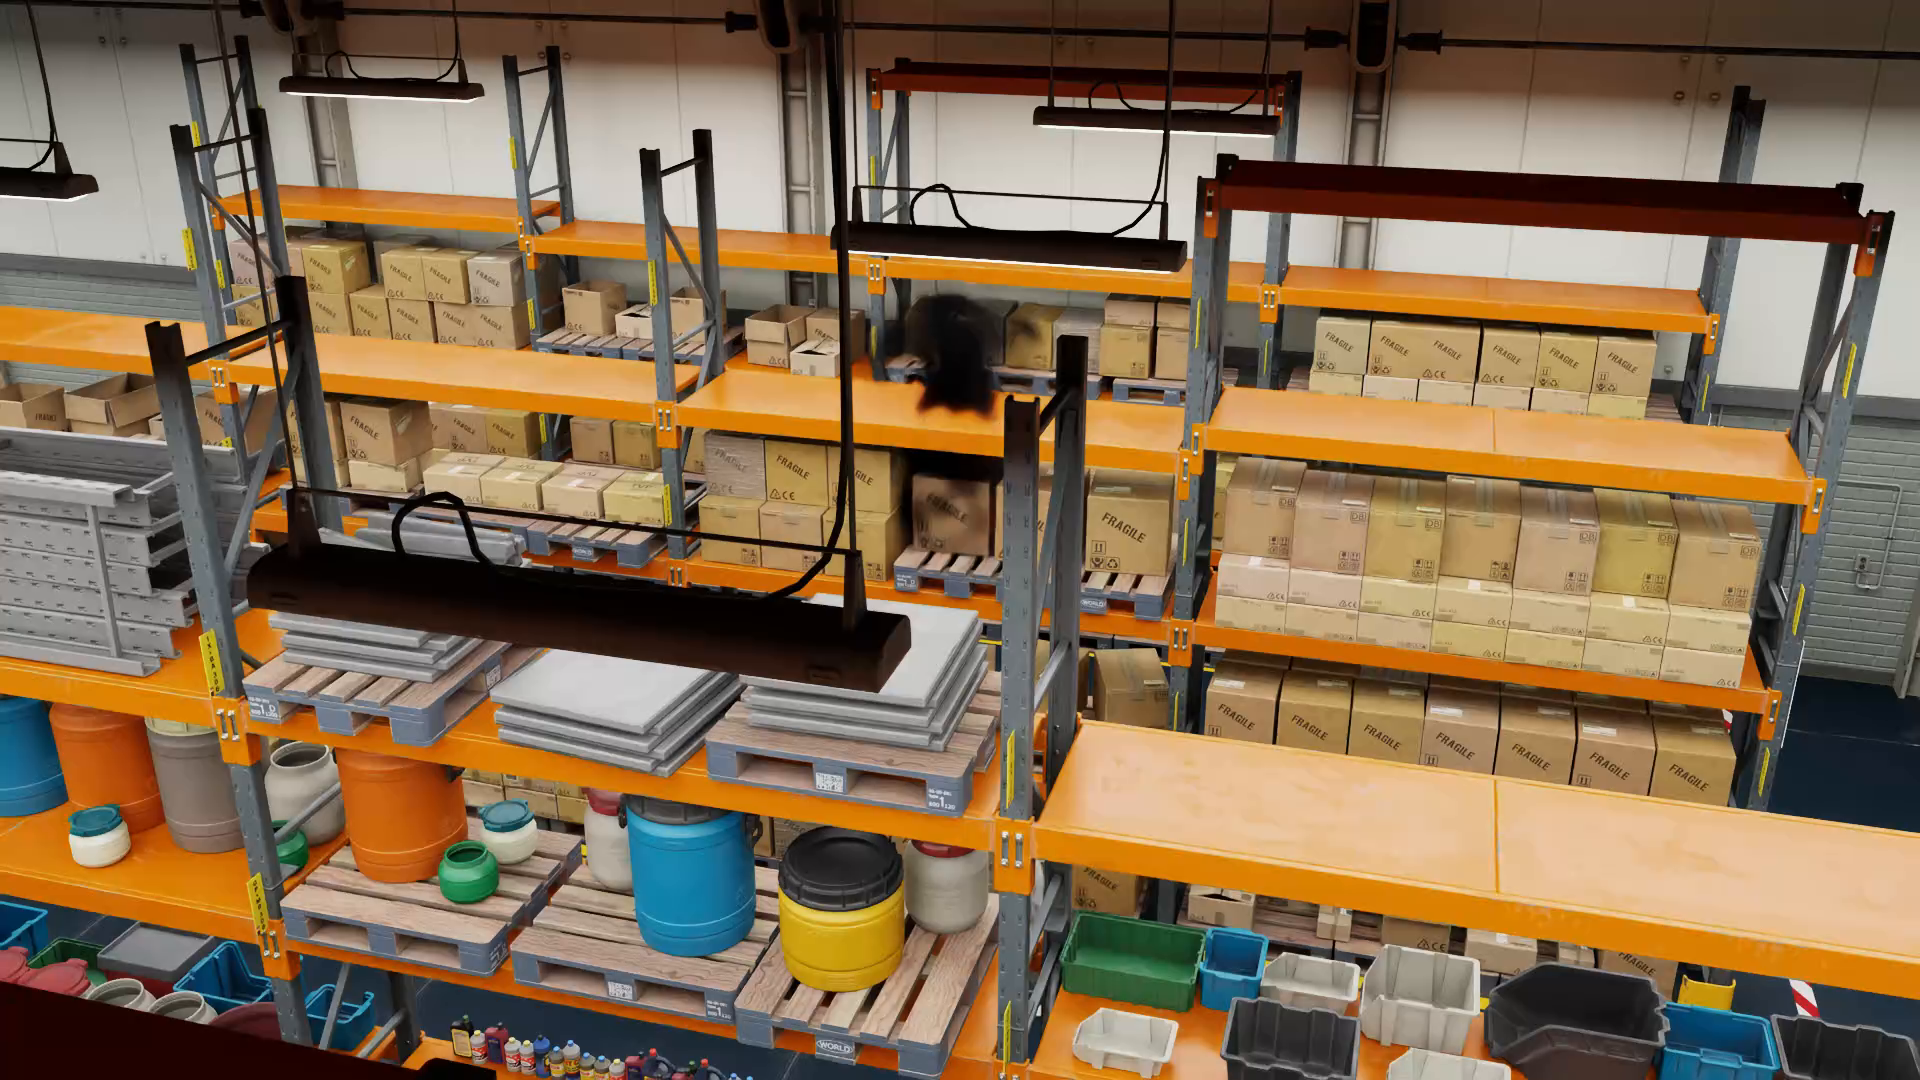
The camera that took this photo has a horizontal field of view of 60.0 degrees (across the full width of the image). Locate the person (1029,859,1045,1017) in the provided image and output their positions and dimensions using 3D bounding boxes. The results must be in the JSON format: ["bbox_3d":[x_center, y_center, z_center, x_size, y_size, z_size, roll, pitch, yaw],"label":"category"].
[{"bbox_3d":[0.476,2.781,12.015,0.675,1.598,0.546,0,23,1],"label":"person"}]

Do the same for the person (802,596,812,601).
[{"bbox_3d":[-1.203,1.180,15.659,0.994,1.758,0.688,5,23,11],"label":"person"}]
